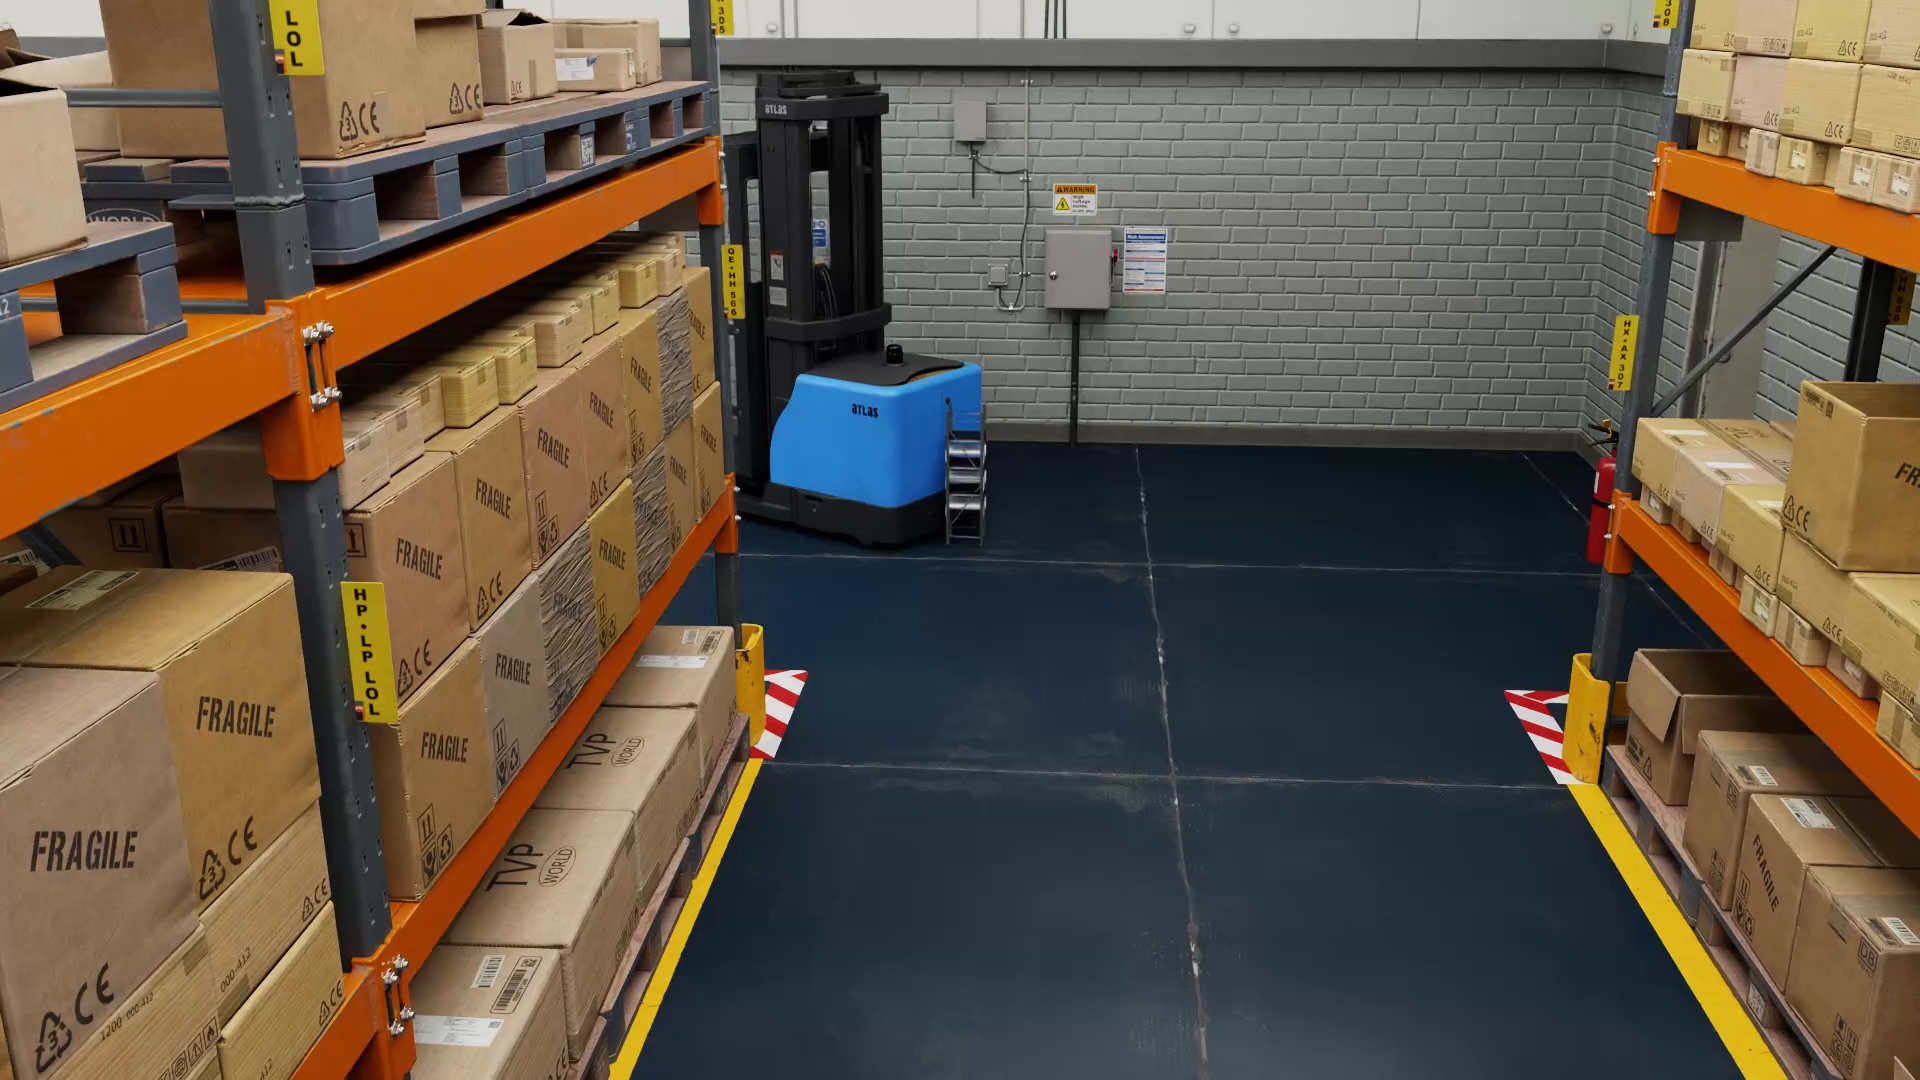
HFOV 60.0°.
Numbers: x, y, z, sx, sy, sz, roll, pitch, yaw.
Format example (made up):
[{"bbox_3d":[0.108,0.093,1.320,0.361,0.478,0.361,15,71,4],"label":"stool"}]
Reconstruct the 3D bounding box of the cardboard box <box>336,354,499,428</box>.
[{"bbox_3d":[-1.492,-0.410,4.548,0.380,0.149,0.250,1,18,4],"label":"cardboard box"}]

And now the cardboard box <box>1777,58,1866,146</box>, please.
[{"bbox_3d":[3.038,-1.430,5.415,0.500,0.250,0.500,1,18,2],"label":"cardboard box"}]

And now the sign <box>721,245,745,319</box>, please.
[{"bbox_3d":[-1.004,-1.139,7.342,0.100,0.325,0.005,1,18,4],"label":"sign"}]

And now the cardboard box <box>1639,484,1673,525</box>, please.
[{"bbox_3d":[3.110,-0.168,7.021,0.380,0.149,0.250,1,18,3],"label":"cardboard box"}]

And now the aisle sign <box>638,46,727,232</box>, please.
[{"bbox_3d":[-1.230,-1.743,7.252,0.394,0.787,0.004,1,18,4],"label":"aisle sign"}]

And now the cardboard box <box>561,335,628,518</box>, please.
[{"bbox_3d":[-1.426,-0.388,5.523,0.500,0.500,0.500,1,18,4],"label":"cardboard box"}]

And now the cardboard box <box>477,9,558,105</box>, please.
[{"bbox_3d":[-1.701,-1.659,5.660,0.500,0.311,0.500,2,18,5],"label":"cardboard box"}]

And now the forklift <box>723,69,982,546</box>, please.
[{"bbox_3d":[-1.328,-1.696,11.392,3.031,2.935,1.130,13,22,34],"label":"forklift"}]

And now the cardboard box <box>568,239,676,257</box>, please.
[{"bbox_3d":[-1.364,-1.128,6.741,0.380,0.149,0.250,2,18,5],"label":"cardboard box"}]

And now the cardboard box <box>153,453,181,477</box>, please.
[{"bbox_3d":[-1.999,-0.264,4.102,0.380,0.149,0.250,2,18,5],"label":"cardboard box"}]

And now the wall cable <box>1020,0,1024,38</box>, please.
[{"bbox_3d":[-0.667,-5.099,12.032,2.355,3.000,0.029,1,18,4],"label":"wall cable"}]

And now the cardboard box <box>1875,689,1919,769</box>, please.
[{"bbox_3d":[2.919,0.551,4.829,0.380,0.149,0.250,1,18,3],"label":"cardboard box"}]

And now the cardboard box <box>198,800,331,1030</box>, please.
[{"bbox_3d":[-1.620,0.726,3.329,0.500,0.250,0.500,1,18,4],"label":"cardboard box"}]

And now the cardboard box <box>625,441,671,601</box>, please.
[{"bbox_3d":[-1.393,-0.069,6.156,0.500,0.500,0.500,2,18,6],"label":"cardboard box"}]

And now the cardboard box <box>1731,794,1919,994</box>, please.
[{"bbox_3d":[3.031,1.220,5.723,0.500,0.500,0.500,2,18,5],"label":"cardboard box"}]

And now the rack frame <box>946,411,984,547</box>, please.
[{"bbox_3d":[0.030,-0.389,10.665,0.240,0.900,0.006,2,18,5],"label":"rack frame"}]

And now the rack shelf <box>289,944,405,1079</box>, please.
[{"bbox_3d":[-1.974,1.713,2.034,1.077,0.370,4.000,1,18,4],"label":"rack shelf"}]

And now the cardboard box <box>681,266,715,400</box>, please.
[{"bbox_3d":[-1.341,-0.860,6.965,0.500,0.500,0.500,2,18,6],"label":"cardboard box"}]

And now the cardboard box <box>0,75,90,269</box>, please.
[{"bbox_3d":[-1.684,-0.555,2.450,0.500,0.311,0.500,1,18,4],"label":"cardboard box"}]

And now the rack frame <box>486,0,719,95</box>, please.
[{"bbox_3d":[-1.544,-3.344,6.675,1.000,3.000,0.127,1,18,4],"label":"rack frame"}]

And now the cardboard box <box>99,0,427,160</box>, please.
[{"bbox_3d":[-1.579,-1.148,3.798,0.500,0.500,0.500,2,18,5],"label":"cardboard box"}]

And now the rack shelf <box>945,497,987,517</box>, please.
[{"bbox_3d":[0.039,-0.218,10.827,0.258,0.077,0.200,2,18,5],"label":"rack shelf"}]

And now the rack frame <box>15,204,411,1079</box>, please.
[{"bbox_3d":[-1.831,0.750,3.818,1.000,3.000,0.127,1,18,4],"label":"rack frame"}]

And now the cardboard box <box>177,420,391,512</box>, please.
[{"bbox_3d":[-1.549,-0.174,3.827,0.380,0.149,0.250,1,18,3],"label":"cardboard box"}]

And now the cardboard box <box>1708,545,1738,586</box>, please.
[{"bbox_3d":[3.075,0.072,6.290,0.380,0.149,0.250,2,18,6],"label":"cardboard box"}]

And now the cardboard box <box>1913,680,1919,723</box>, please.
[{"bbox_3d":[2.935,0.470,4.436,0.500,0.250,0.500,1,18,4],"label":"cardboard box"}]

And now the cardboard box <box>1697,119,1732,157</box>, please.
[{"bbox_3d":[3.152,-1.595,6.561,0.380,0.149,0.250,2,18,5],"label":"cardboard box"}]

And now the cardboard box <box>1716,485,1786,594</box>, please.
[{"bbox_3d":[3.037,-0.004,5.882,0.500,0.250,0.500,1,18,3],"label":"cardboard box"}]

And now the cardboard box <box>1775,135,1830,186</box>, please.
[{"bbox_3d":[2.992,-1.277,5.590,0.380,0.149,0.250,1,18,4],"label":"cardboard box"}]

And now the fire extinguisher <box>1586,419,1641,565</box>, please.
[{"bbox_3d":[2.957,-0.225,7.516,0.296,0.674,0.183,1,18,4],"label":"fire extinguisher"}]

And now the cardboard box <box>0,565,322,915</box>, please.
[{"bbox_3d":[-1.612,0.371,3.206,0.500,0.500,0.500,2,18,6],"label":"cardboard box"}]

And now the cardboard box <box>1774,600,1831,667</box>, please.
[{"bbox_3d":[2.970,0.314,5.552,0.380,0.149,0.250,2,18,5],"label":"cardboard box"}]

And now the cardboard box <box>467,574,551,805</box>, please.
[{"bbox_3d":[-1.496,0.406,4.706,0.500,0.500,0.500,1,18,4],"label":"cardboard box"}]

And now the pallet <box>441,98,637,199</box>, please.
[{"bbox_3d":[-1.671,-1.265,5.293,1.003,0.211,1.213,1,18,4],"label":"pallet"}]

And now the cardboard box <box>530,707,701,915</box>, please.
[{"bbox_3d":[-1.549,1.017,6.443,0.875,0.438,0.875,2,18,5],"label":"cardboard box"}]

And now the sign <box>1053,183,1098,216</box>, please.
[{"bbox_3d":[0.882,-2.610,12.746,0.339,0.242,0.001,1,18,4],"label":"sign"}]

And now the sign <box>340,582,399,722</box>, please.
[{"bbox_3d":[-1.289,0.246,3.622,0.100,0.325,0.005,1,18,4],"label":"sign"}]

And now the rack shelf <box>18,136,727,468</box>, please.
[{"bbox_3d":[-1.687,-0.955,5.359,1.077,0.370,4.000,1,18,4],"label":"rack shelf"}]

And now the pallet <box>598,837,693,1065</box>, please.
[{"bbox_3d":[-1.613,1.460,6.127,1.003,0.211,1.213,1,18,4],"label":"pallet"}]

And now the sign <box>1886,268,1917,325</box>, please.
[{"bbox_3d":[3.959,-1.065,6.988,0.100,0.325,0.005,1,18,4],"label":"sign"}]

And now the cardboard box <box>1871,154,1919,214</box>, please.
[{"bbox_3d":[2.933,-1.044,4.878,0.380,0.149,0.250,2,18,5],"label":"cardboard box"}]

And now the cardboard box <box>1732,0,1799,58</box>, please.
[{"bbox_3d":[3.070,-1.826,5.823,0.500,0.250,0.500,1,18,4],"label":"cardboard box"}]

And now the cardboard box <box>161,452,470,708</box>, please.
[{"bbox_3d":[-1.555,0.084,4.082,0.500,0.500,0.500,1,18,4],"label":"cardboard box"}]

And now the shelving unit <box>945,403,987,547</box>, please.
[{"bbox_3d":[0.039,-0.420,10.761,0.258,0.900,0.210,2,18,5],"label":"shelving unit"}]

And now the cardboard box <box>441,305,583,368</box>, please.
[{"bbox_3d":[-1.421,-0.646,5.270,0.380,0.149,0.250,1,18,4],"label":"cardboard box"}]

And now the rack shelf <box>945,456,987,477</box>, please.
[{"bbox_3d":[0.039,-0.474,10.743,0.258,0.077,0.200,2,18,5],"label":"rack shelf"}]

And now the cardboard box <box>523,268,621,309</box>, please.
[{"bbox_3d":[-1.447,-0.889,6.012,0.380,0.149,0.250,1,18,3],"label":"cardboard box"}]

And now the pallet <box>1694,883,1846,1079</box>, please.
[{"bbox_3d":[3.256,1.591,5.728,1.003,0.211,1.213,1,18,4],"label":"pallet"}]

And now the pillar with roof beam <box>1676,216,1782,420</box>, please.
[{"bbox_3d":[0.206,-4.147,9.128,9.100,9.000,0.400,1,18,4],"label":"pillar with roof beam"}]
